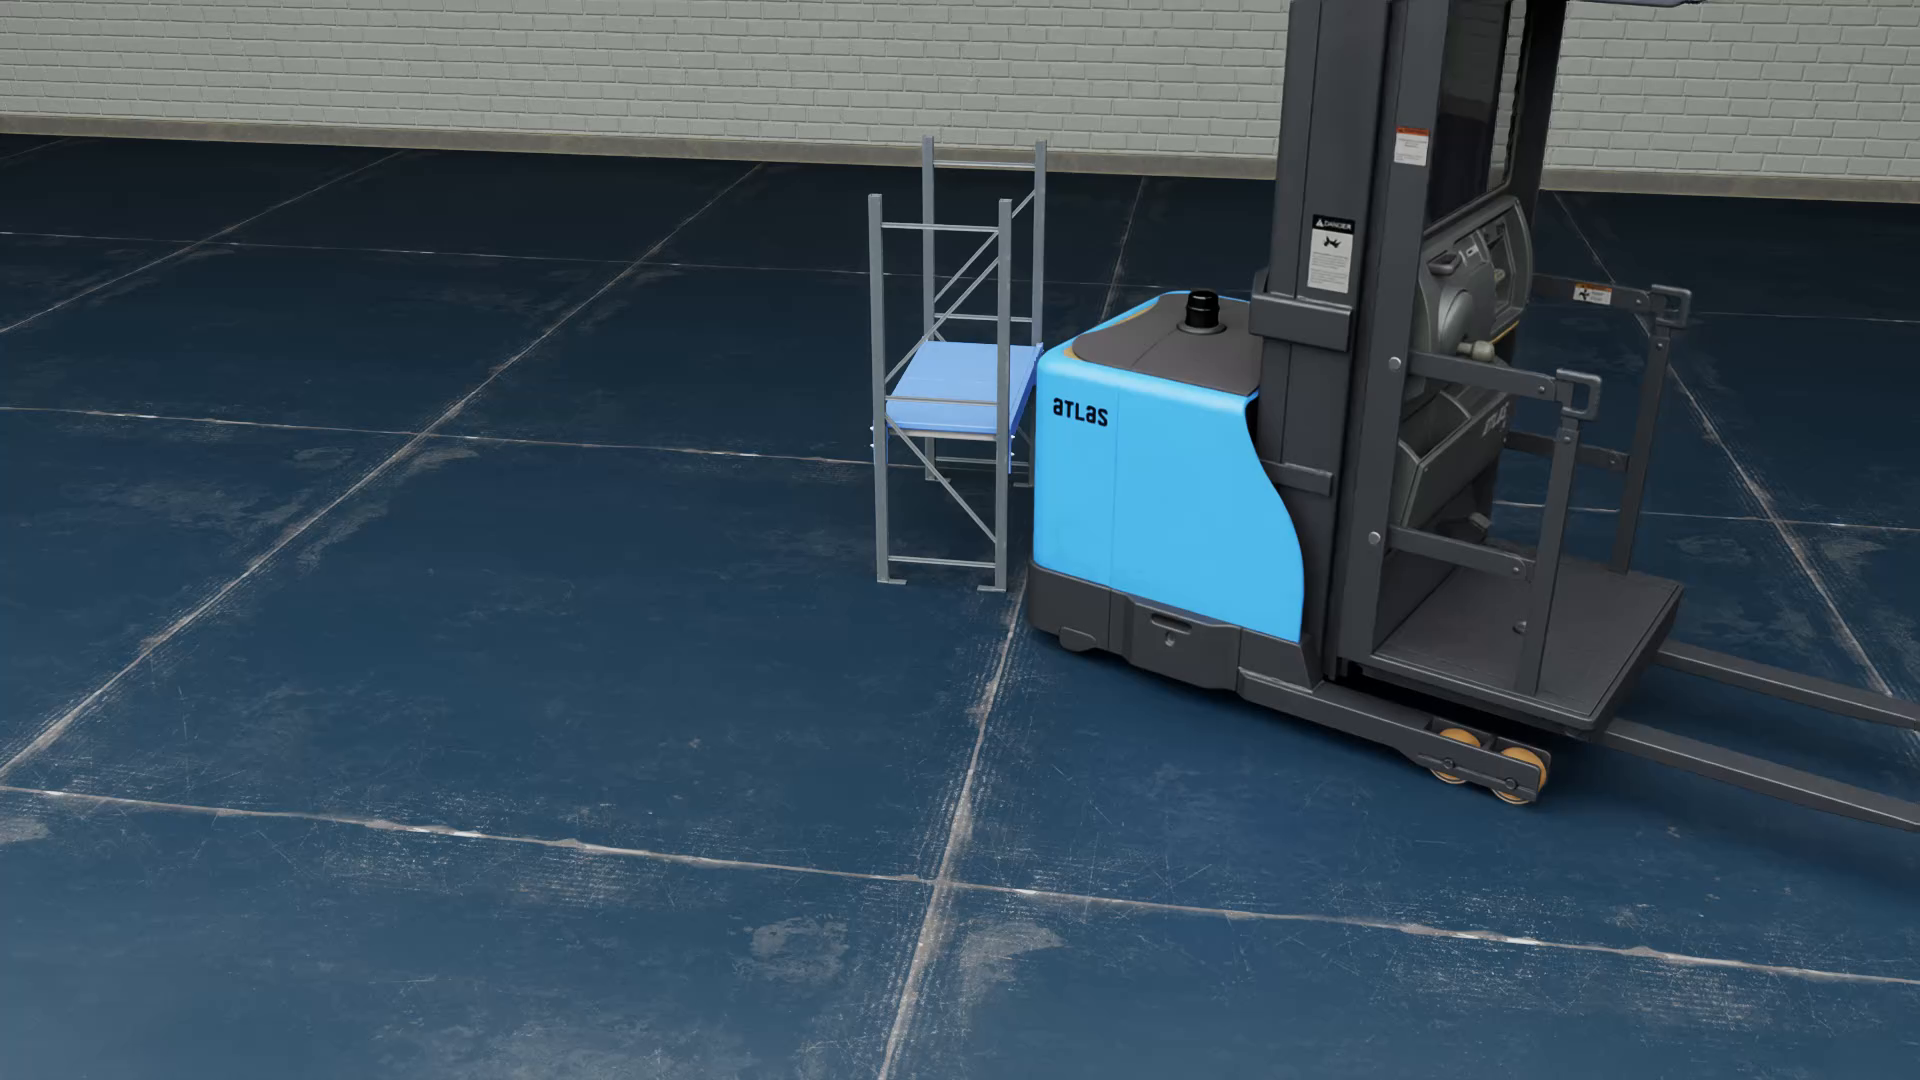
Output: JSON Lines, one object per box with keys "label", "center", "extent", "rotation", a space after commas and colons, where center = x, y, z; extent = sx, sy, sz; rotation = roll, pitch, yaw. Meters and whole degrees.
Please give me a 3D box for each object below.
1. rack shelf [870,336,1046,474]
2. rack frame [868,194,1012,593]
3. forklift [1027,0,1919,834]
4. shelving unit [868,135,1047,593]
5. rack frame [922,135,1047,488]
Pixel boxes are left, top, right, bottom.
{"label": "rack shelf", "center": [0.014, -0.552, 6.585], "extent": [0.538, 0.185, 1.000], "rotation": [4, 25, 9]}
{"label": "rack frame", "center": [-0.069, -0.502, 6.054], "extent": [0.500, 1.500, 0.032], "rotation": [4, 25, 9]}
{"label": "forklift", "center": [1.743, -0.784, 4.967], "extent": [3.031, 2.935, 1.130], "rotation": [16, 30, 31]}
{"label": "shelving unit", "center": [0.014, -0.715, 6.508], "extent": [0.538, 1.500, 1.048], "rotation": [4, 25, 9]}
{"label": "rack frame", "center": [0.097, -0.928, 6.962], "extent": [0.500, 1.500, 0.032], "rotation": [4, 25, 9]}
